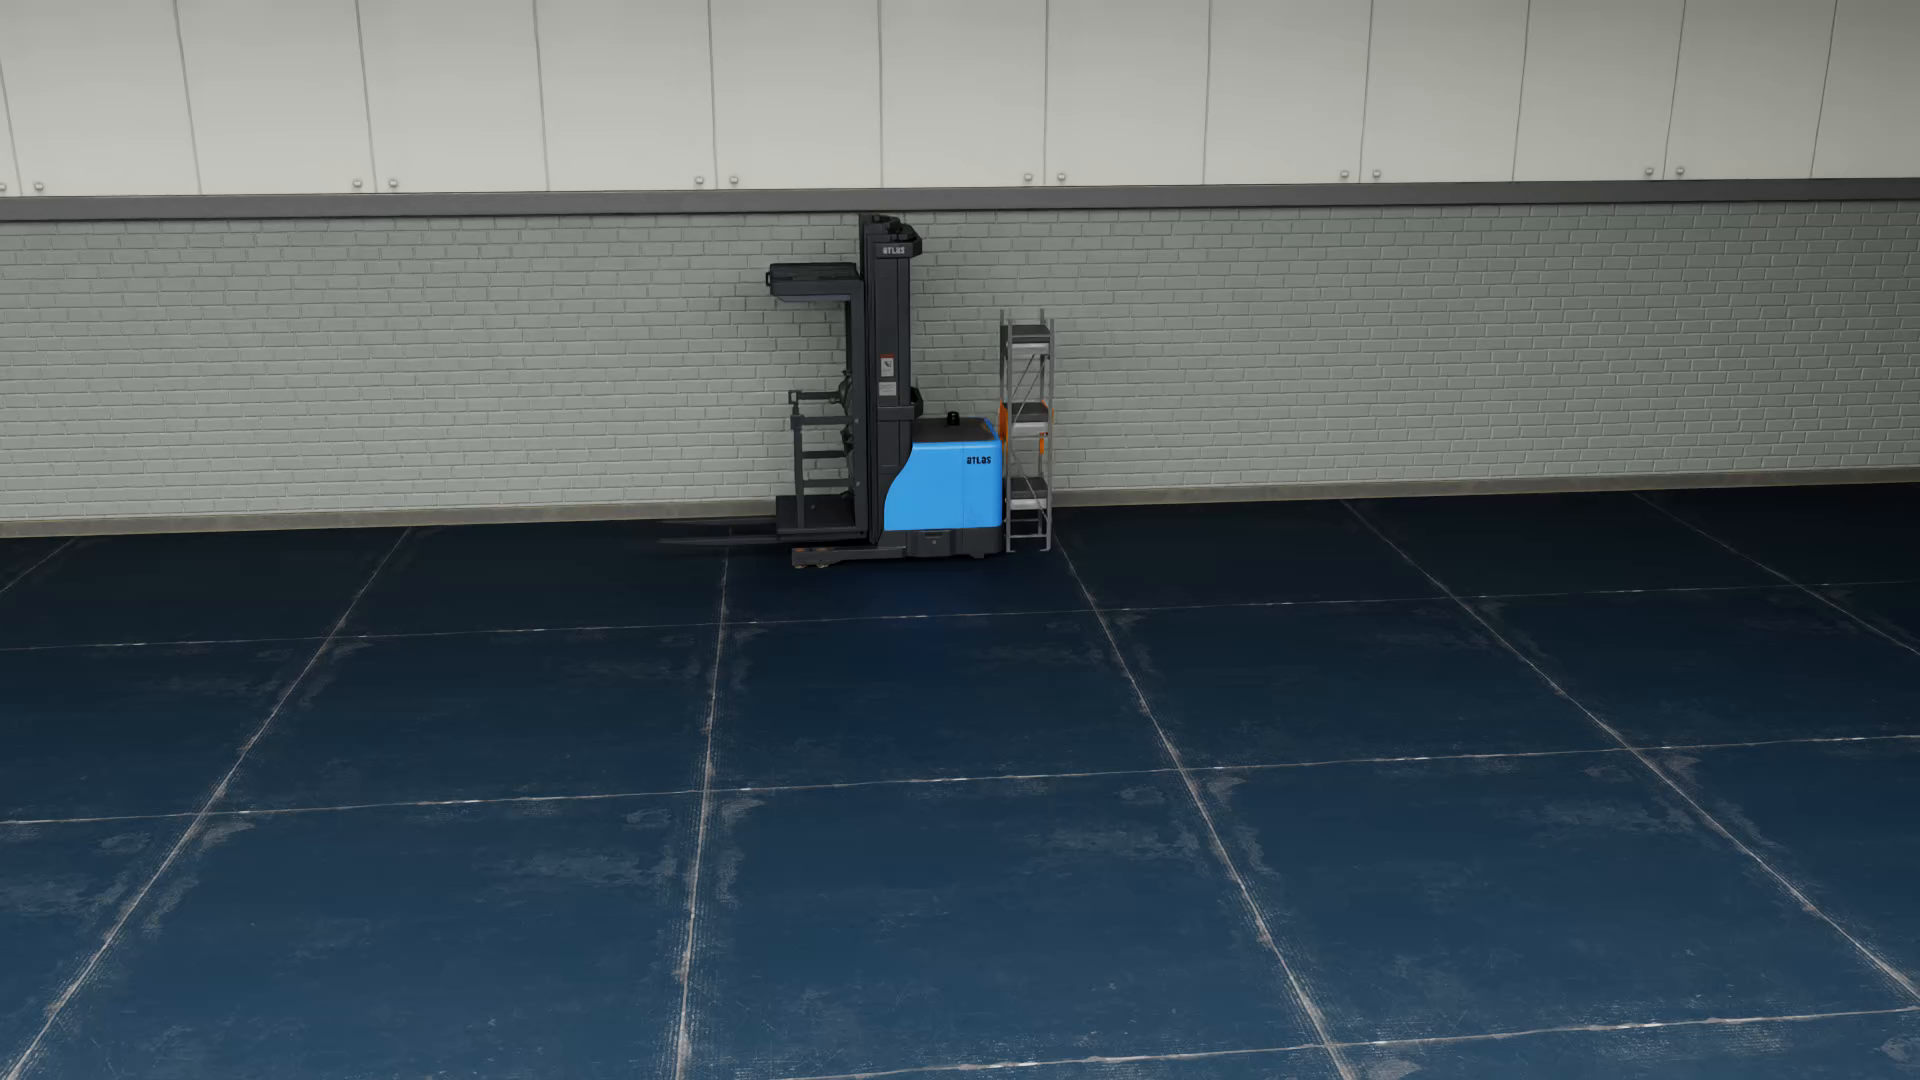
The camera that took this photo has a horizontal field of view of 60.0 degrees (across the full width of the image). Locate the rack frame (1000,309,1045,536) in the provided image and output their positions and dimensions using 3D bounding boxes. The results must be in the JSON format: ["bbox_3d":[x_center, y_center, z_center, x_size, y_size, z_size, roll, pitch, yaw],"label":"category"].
[{"bbox_3d":[0.556,-1.045,15.074,0.400,2.100,0.015,-2,18,-6],"label":"rack frame"}]

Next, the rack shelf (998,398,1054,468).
[{"bbox_3d":[0.584,-0.960,14.846,0.431,0.518,0.480,-2,18,-6],"label":"rack shelf"}]

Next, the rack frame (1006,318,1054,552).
[{"bbox_3d":[0.613,-0.900,14.611,0.400,2.100,0.015,-2,18,-6],"label":"rack frame"}]

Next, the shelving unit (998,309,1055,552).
[{"bbox_3d":[0.584,-0.973,14.842,0.431,2.100,0.503,-2,18,-6],"label":"shelving unit"}]

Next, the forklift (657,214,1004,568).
[{"bbox_3d":[-1.169,-1.319,14.559,3.031,2.935,1.130,-2,18,-6],"label":"forklift"}]

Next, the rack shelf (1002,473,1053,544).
[{"bbox_3d":[0.584,-0.292,15.056,0.431,0.518,0.480,-2,18,-6],"label":"rack shelf"}]

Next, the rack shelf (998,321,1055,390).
[{"bbox_3d":[0.584,-1.627,14.637,0.431,0.518,0.480,-2,18,-6],"label":"rack shelf"}]
